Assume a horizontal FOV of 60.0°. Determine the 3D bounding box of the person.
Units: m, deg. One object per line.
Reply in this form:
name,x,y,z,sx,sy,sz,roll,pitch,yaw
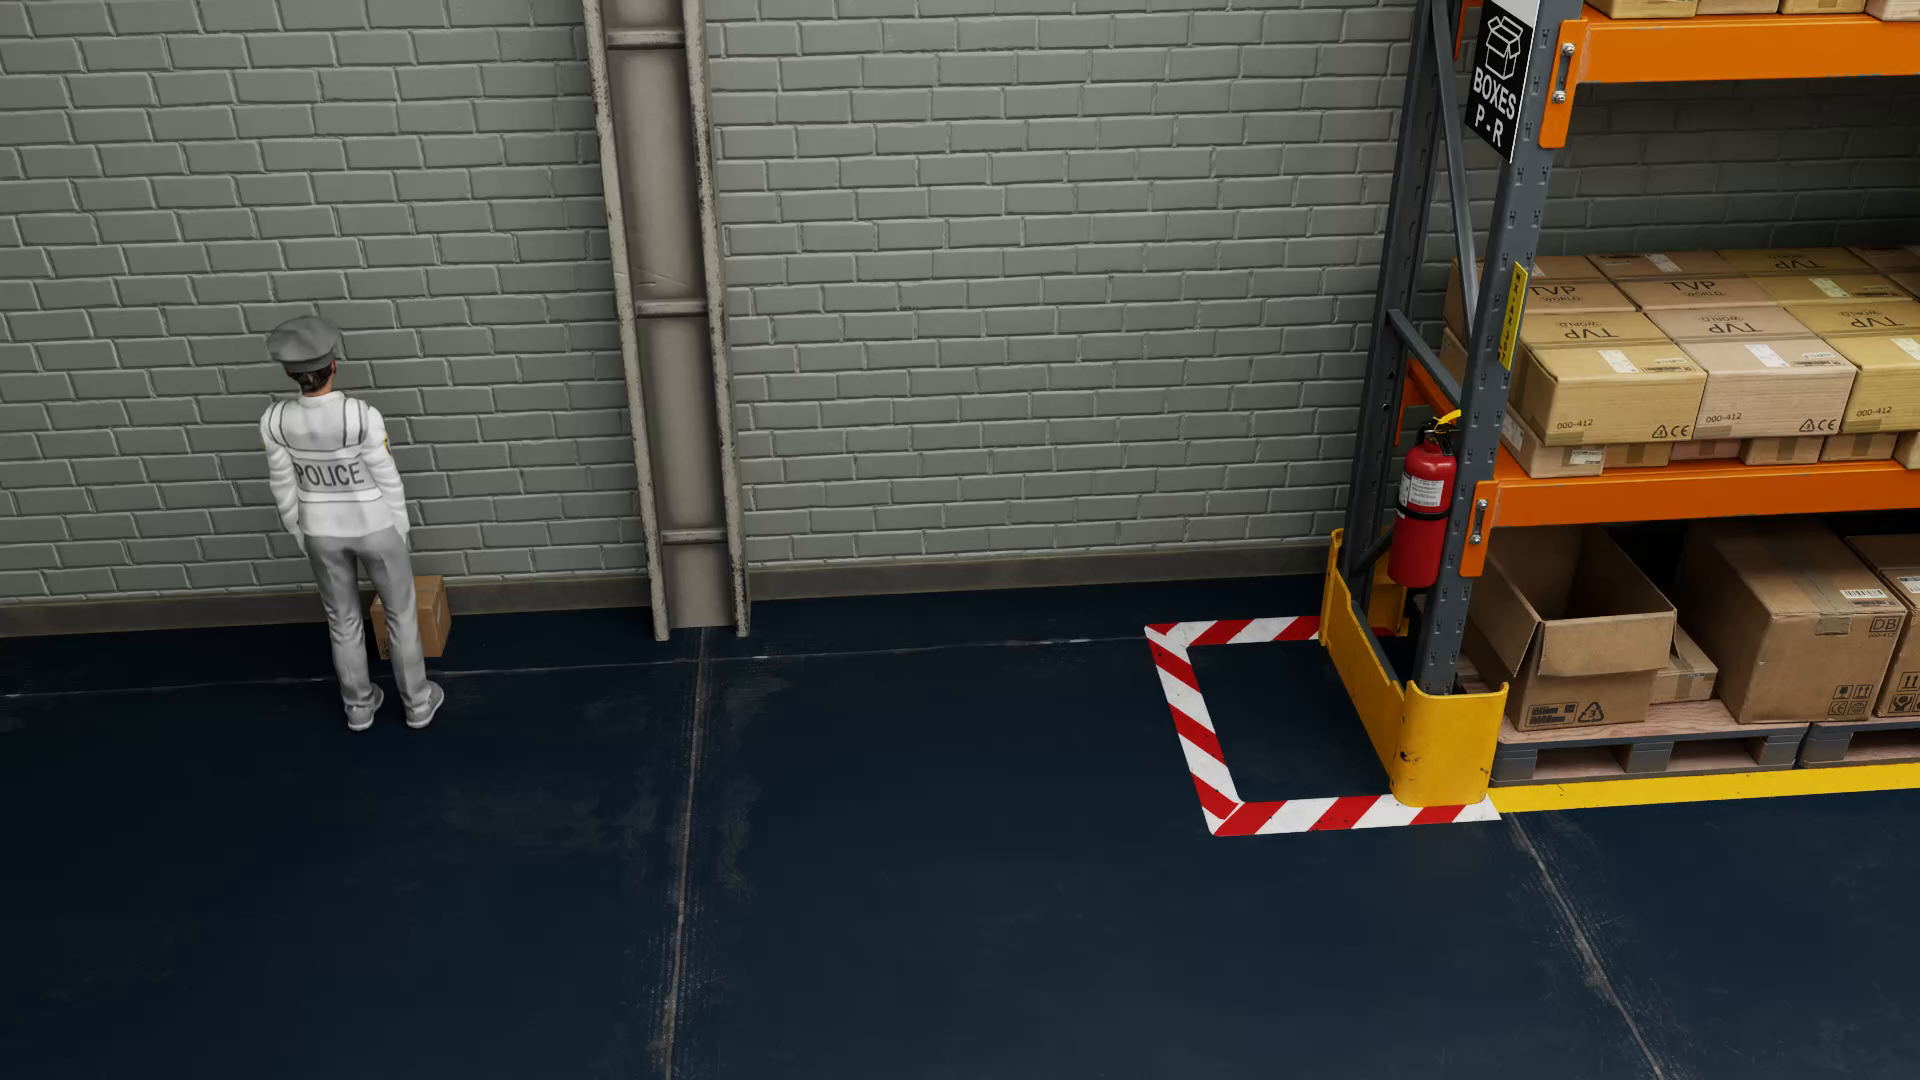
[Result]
person,-2.268,-0.035,6.188,0.467,1.671,0.330,-2,31,-3
